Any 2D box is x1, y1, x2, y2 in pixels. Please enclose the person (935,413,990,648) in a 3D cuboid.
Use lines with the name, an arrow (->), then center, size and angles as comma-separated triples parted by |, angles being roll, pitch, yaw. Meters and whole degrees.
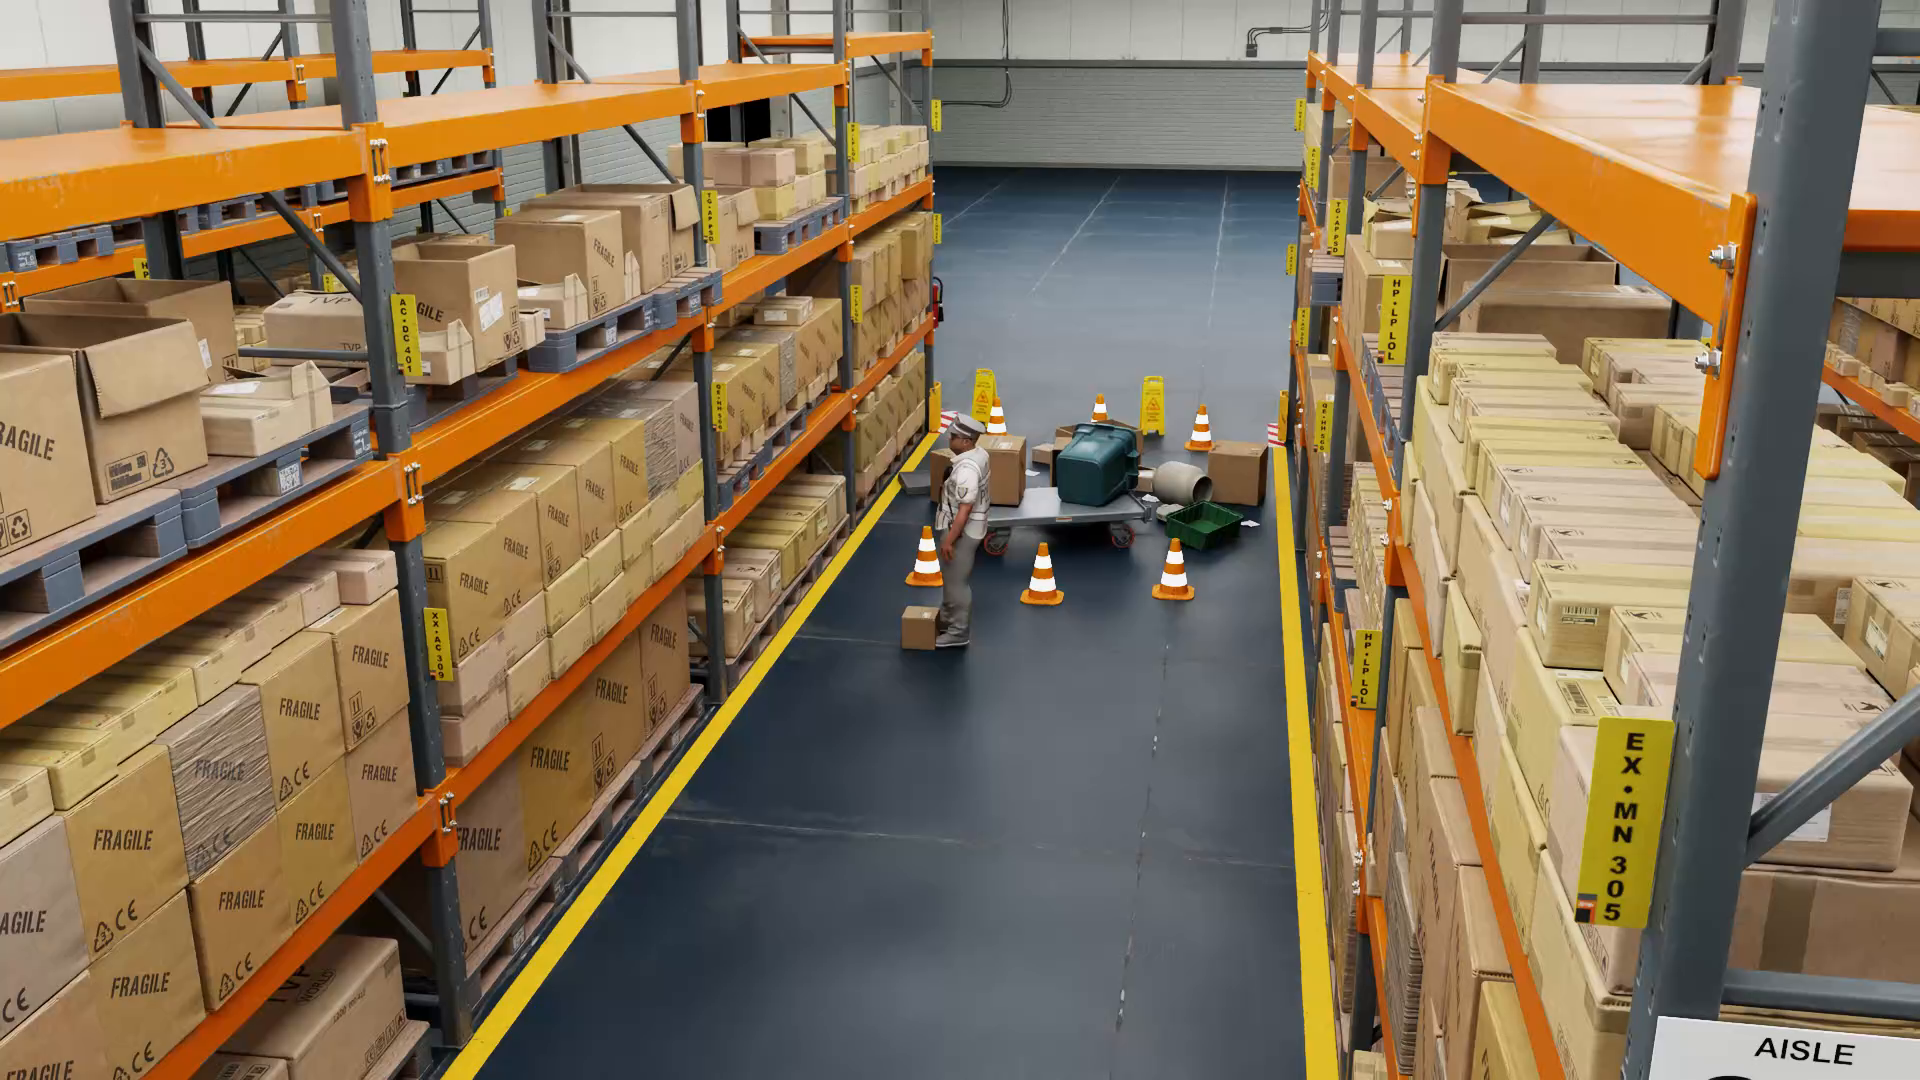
person -> -0.074, -0.077, 12.203 | 0.575, 1.780, 0.640 | 3, 18, 9
